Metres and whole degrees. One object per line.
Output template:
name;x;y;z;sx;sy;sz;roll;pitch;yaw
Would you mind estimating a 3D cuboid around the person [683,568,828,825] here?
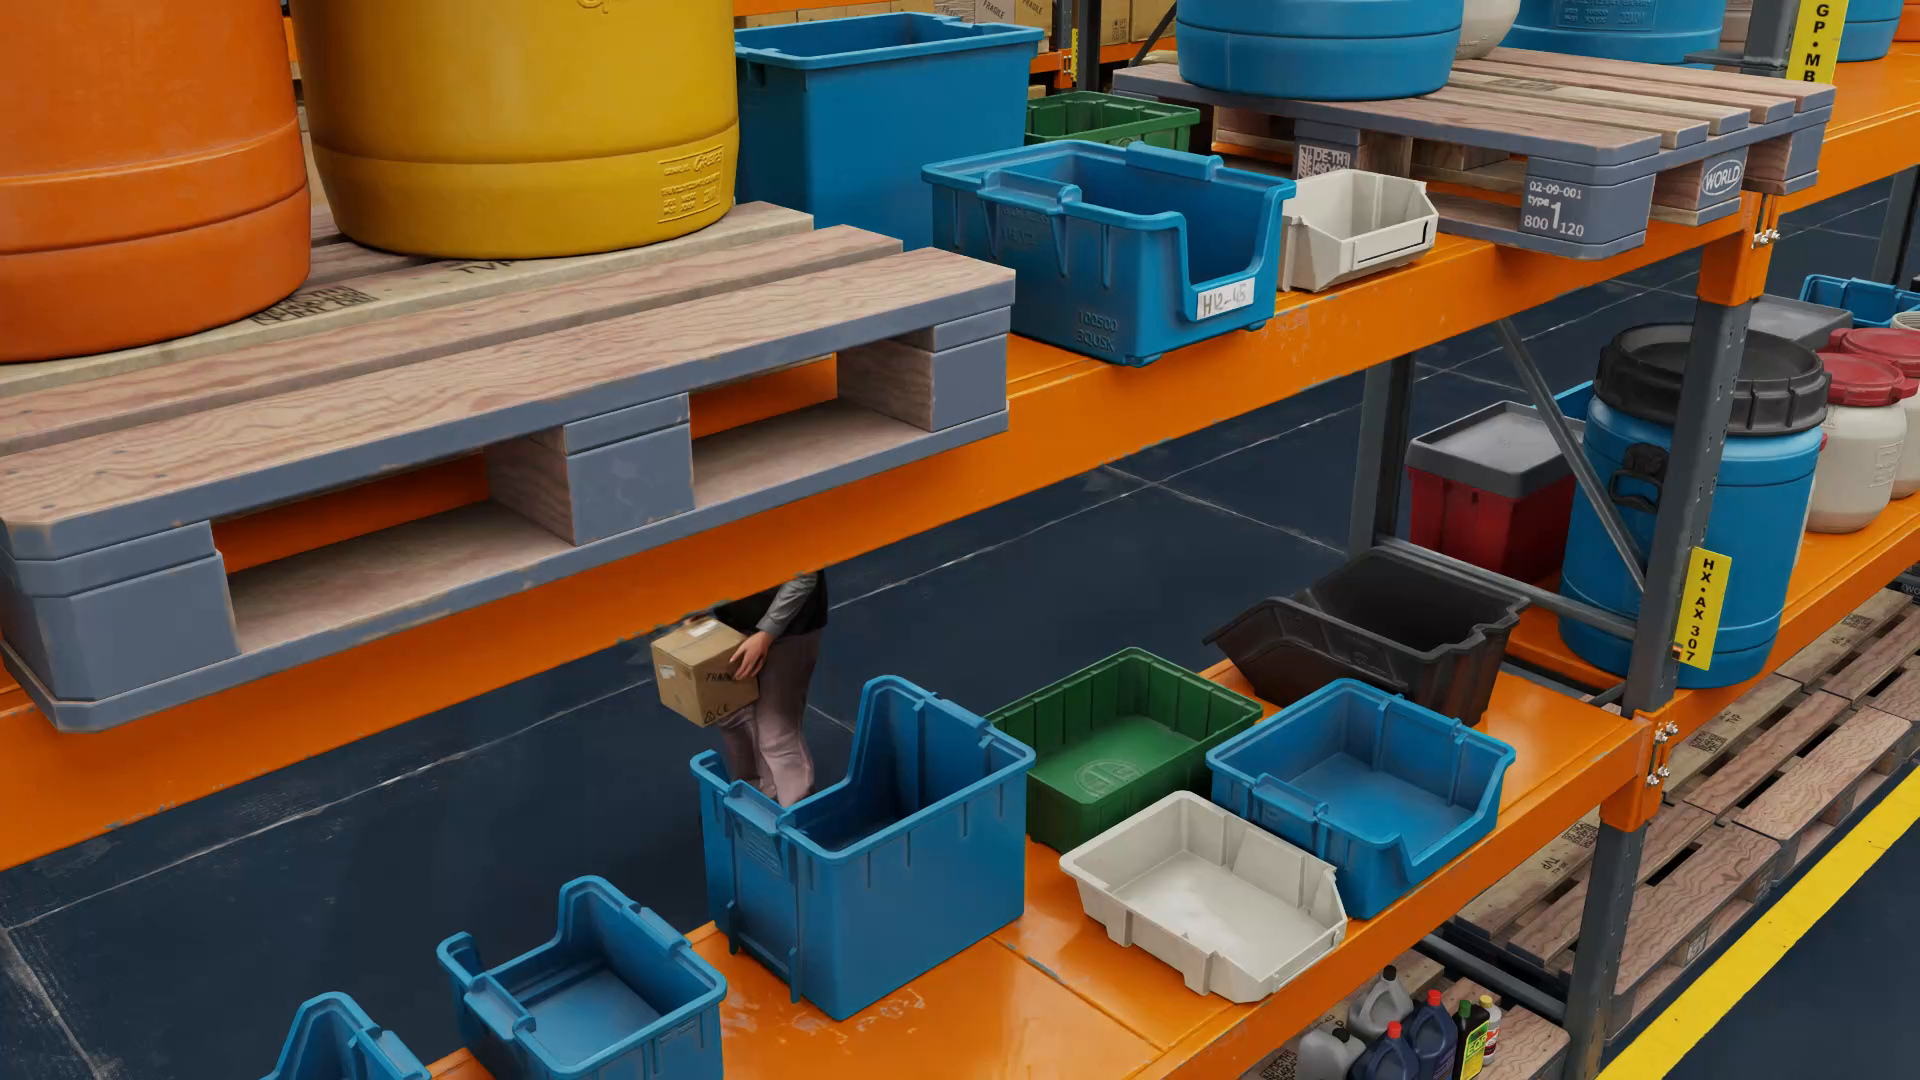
person;-0.712;0.315;5.923;0.470;1.728;0.546;-22;32;-39
